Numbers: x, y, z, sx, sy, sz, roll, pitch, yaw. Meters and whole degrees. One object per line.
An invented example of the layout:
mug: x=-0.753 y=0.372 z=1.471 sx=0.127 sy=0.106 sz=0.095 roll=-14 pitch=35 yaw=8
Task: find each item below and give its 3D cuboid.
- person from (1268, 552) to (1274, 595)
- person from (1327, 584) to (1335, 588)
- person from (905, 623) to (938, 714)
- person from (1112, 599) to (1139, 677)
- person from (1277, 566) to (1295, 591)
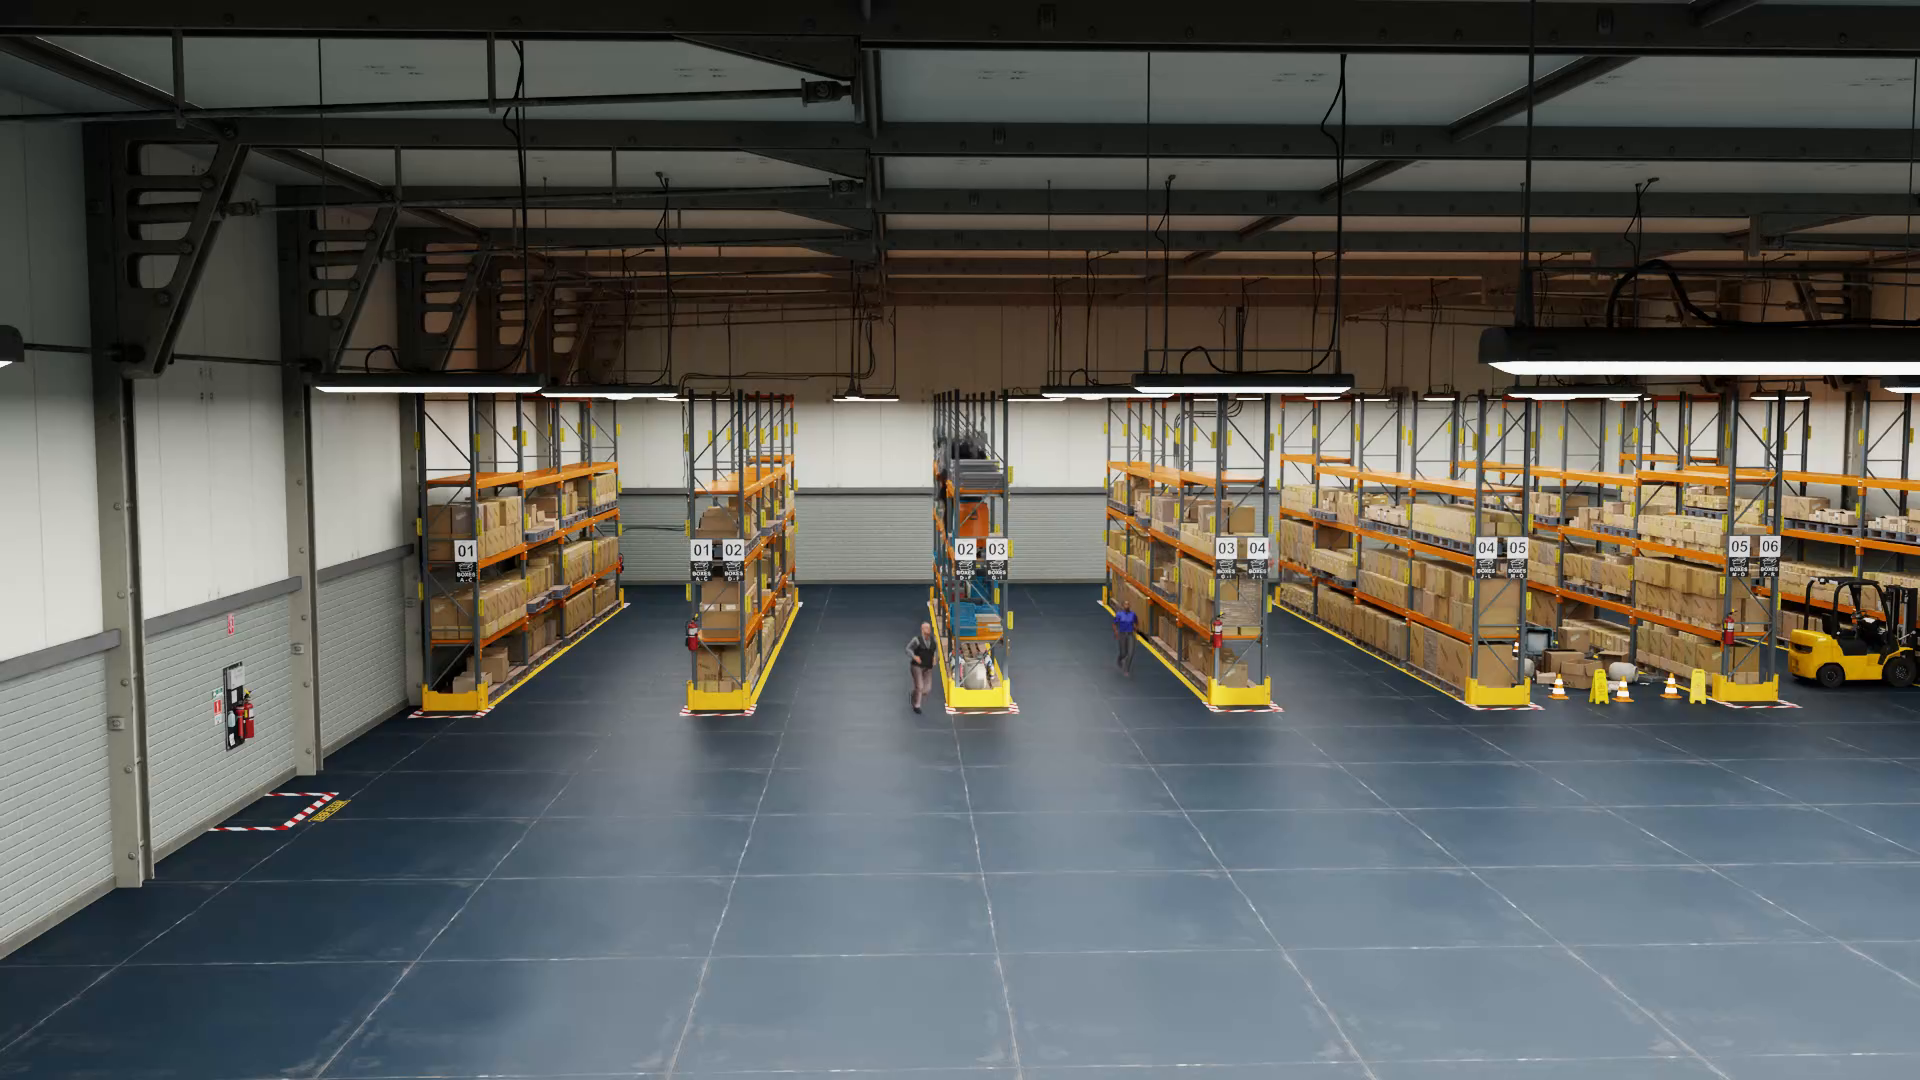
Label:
person: x=8.896 y=0.892 z=48.962 sx=0.574 sy=1.685 sz=0.774 roll=0 pitch=5 yaw=-6
person: x=10.850 y=0.989 z=48.581 sx=0.637 sy=1.535 sz=0.585 roll=-4 pitch=6 yaw=-41
person: x=-0.696 y=2.374 z=31.005 sx=0.689 sy=1.672 sz=0.639 roll=-2 pitch=5 yaw=-25
person: x=3.513 y=2.069 z=35.191 sx=0.581 sy=1.599 sz=0.592 roll=-1 pitch=5 yaw=-7
person: x=9.654 y=0.898 z=48.997 sx=0.596 sy=1.708 sz=0.682 roll=-1 pitch=5 yaw=-14
